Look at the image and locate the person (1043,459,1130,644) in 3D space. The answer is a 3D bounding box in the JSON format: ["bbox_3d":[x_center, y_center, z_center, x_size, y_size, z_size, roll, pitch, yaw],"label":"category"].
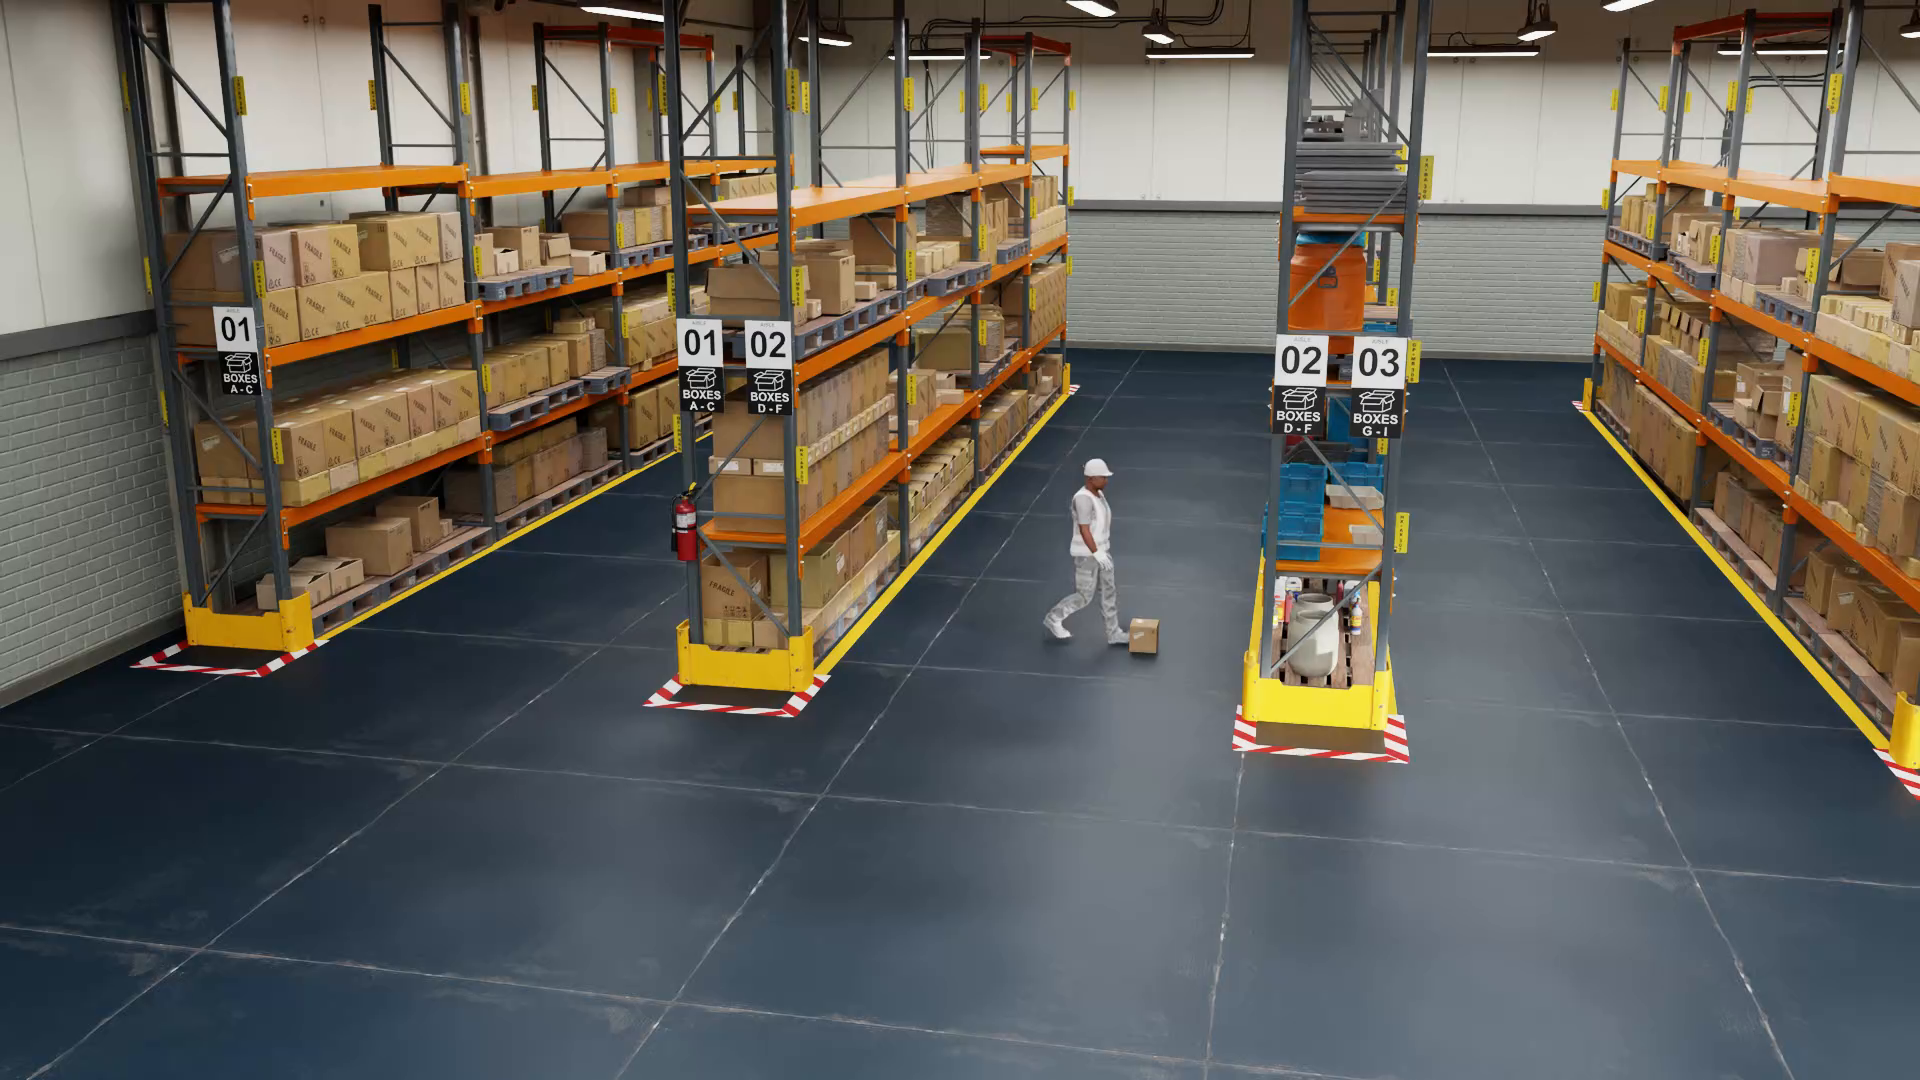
[{"bbox_3d":[1.233,0.123,15.491,0.887,1.773,0.554,6,16,24],"label":"person"}]
